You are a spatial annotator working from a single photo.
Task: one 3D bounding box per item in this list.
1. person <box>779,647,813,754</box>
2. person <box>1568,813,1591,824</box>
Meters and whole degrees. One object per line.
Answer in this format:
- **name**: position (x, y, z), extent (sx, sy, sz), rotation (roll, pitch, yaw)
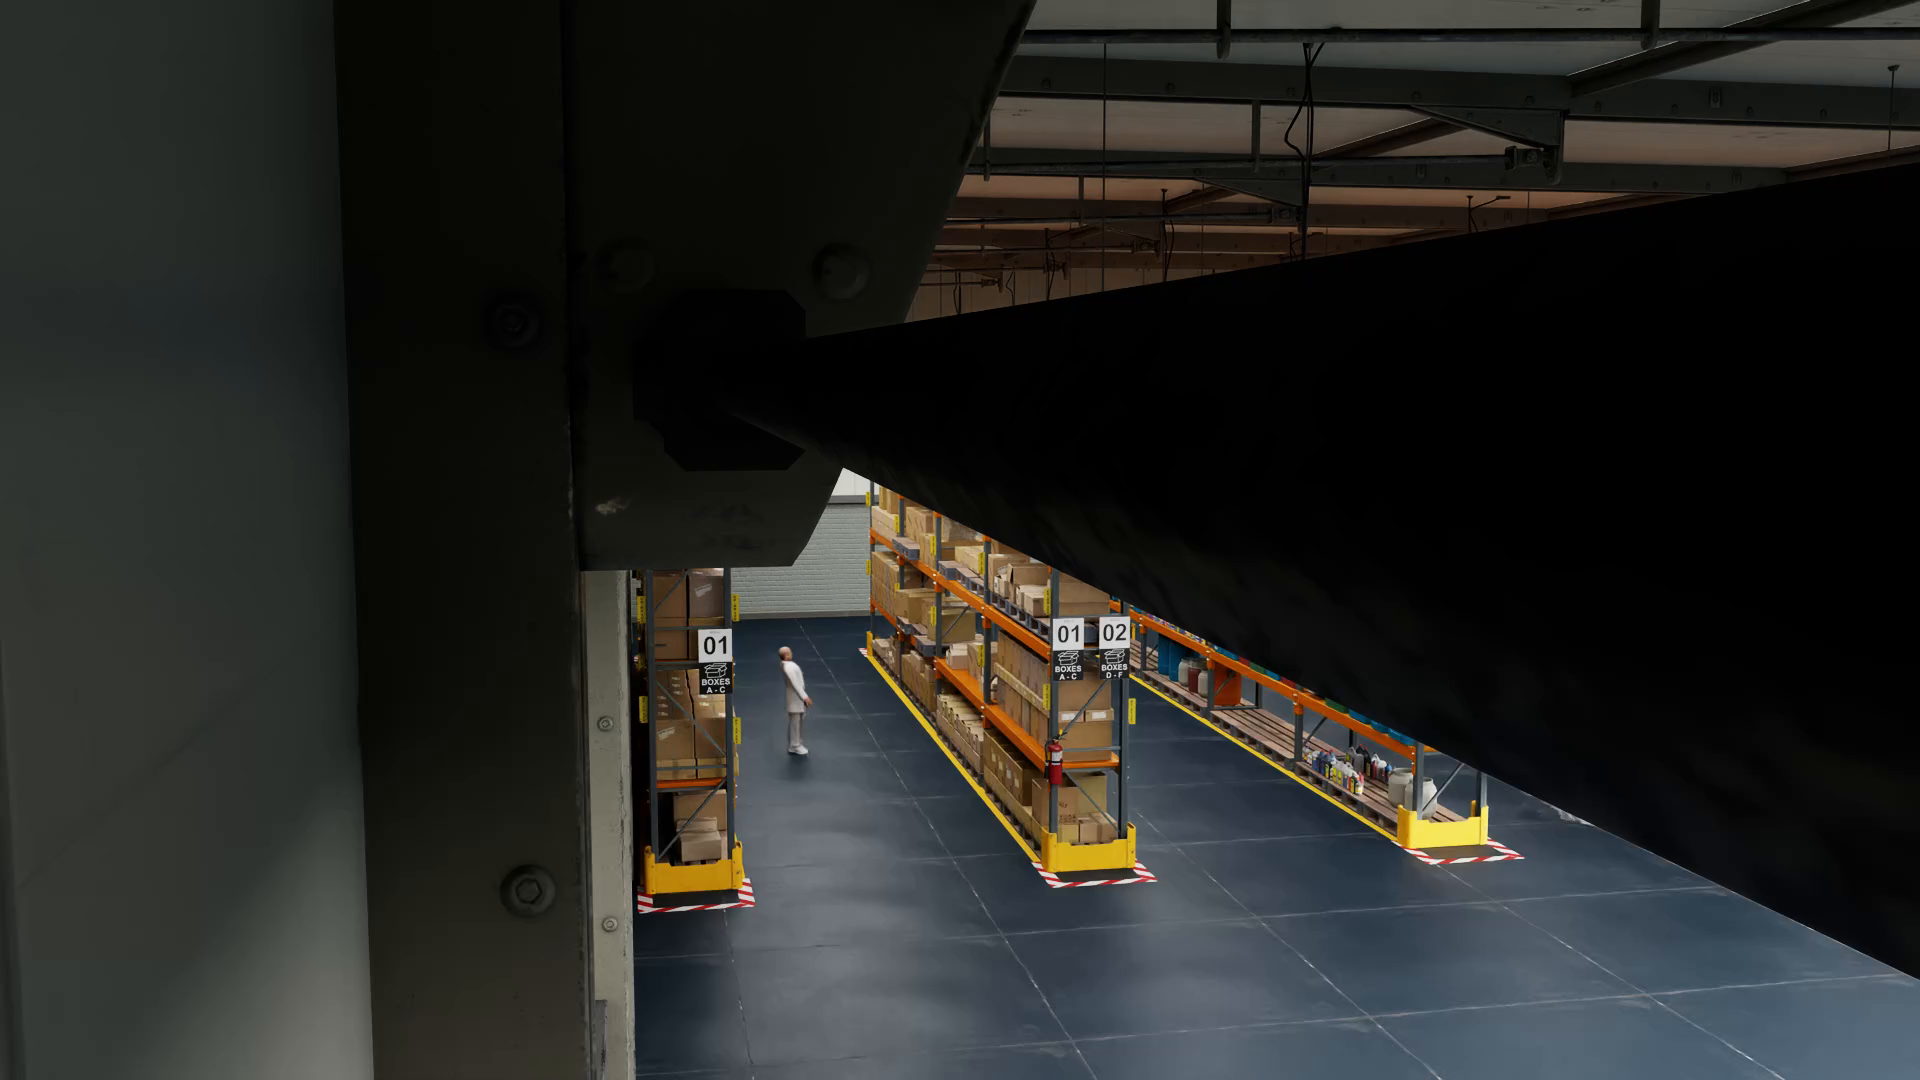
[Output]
- **person**: position (-2.671, 2.633, 27.307), extent (0.619, 1.809, 0.689), rotation (1, 6, 8)
- **person**: position (8.677, 3.098, 23.040), extent (0.515, 1.702, 0.412), rotation (4, 7, 35)
